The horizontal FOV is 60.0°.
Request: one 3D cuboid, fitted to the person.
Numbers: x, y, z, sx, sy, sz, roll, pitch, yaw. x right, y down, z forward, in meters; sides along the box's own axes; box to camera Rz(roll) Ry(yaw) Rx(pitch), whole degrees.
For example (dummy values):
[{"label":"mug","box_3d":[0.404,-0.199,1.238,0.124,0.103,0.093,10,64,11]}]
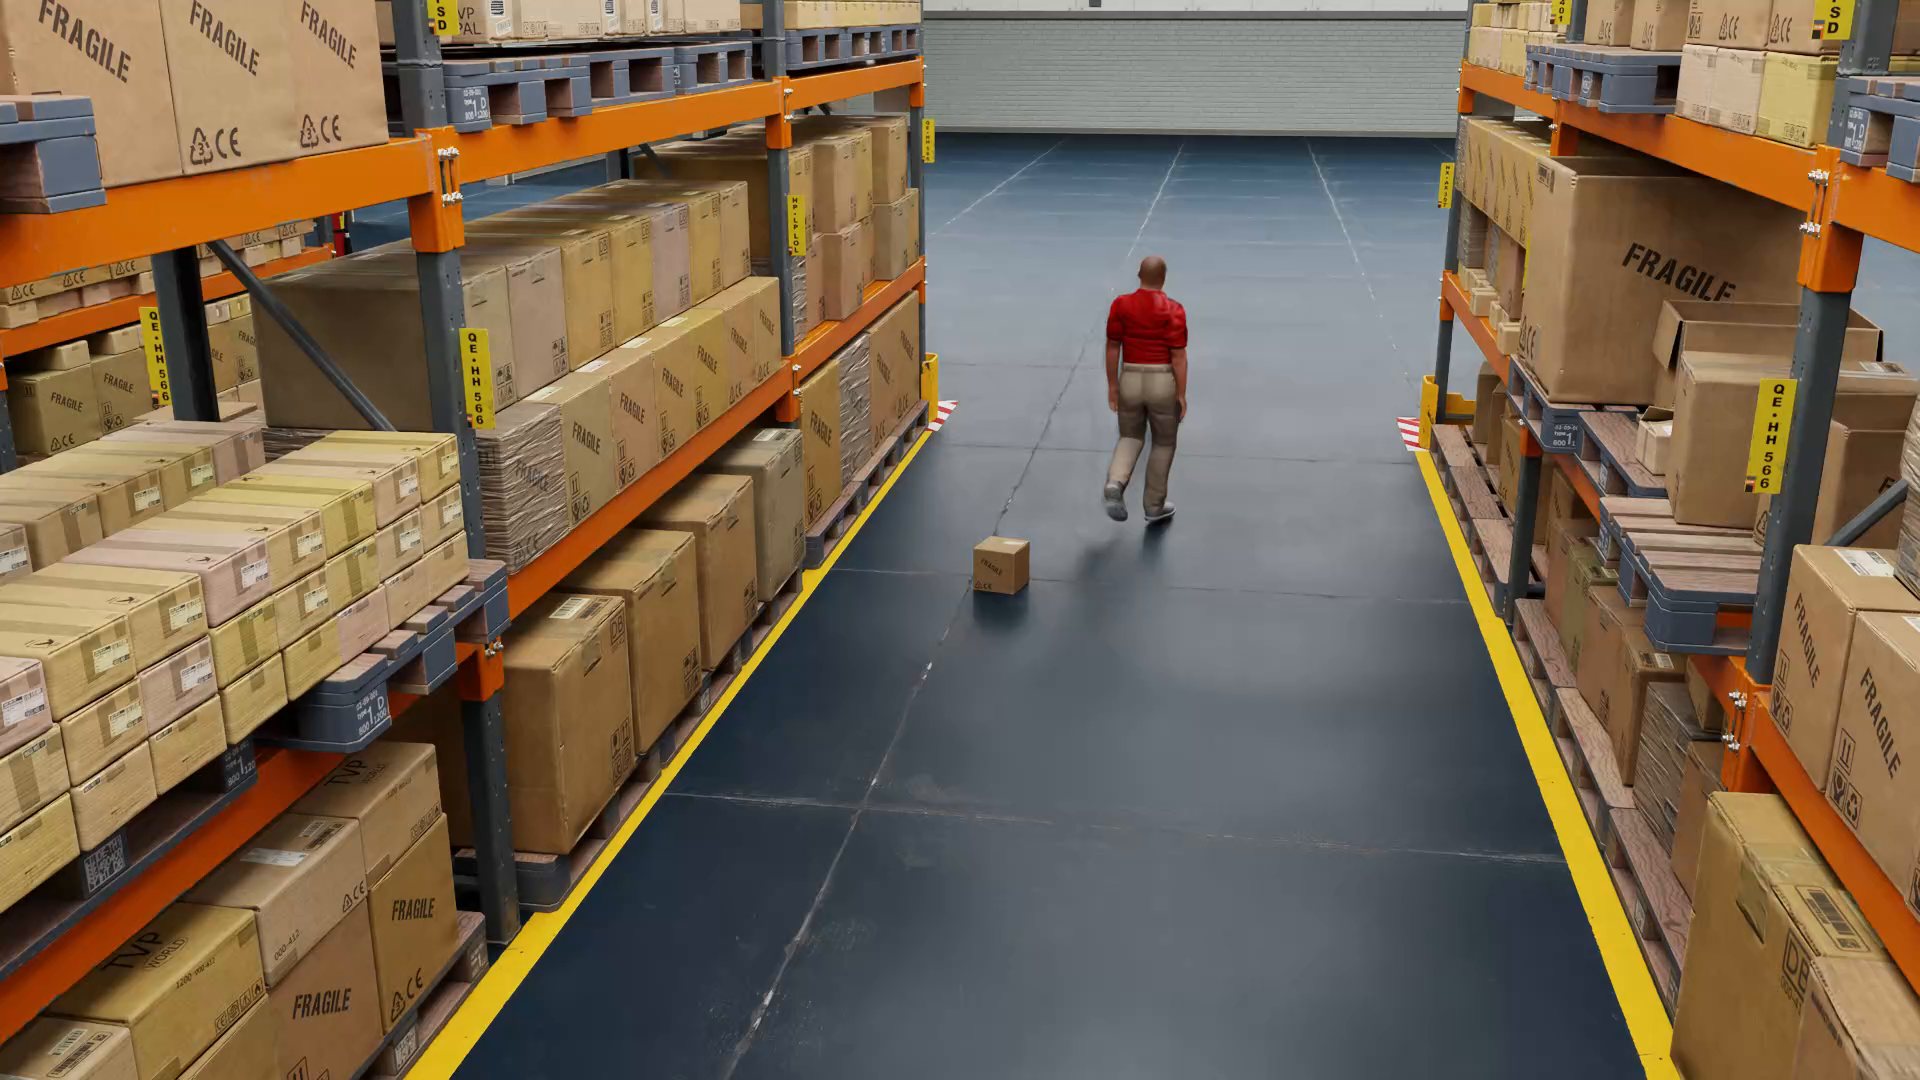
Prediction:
[{"label":"person","box_3d":[1.166,-0.939,10.450,0.539,1.709,0.626,9,20,27]}]
